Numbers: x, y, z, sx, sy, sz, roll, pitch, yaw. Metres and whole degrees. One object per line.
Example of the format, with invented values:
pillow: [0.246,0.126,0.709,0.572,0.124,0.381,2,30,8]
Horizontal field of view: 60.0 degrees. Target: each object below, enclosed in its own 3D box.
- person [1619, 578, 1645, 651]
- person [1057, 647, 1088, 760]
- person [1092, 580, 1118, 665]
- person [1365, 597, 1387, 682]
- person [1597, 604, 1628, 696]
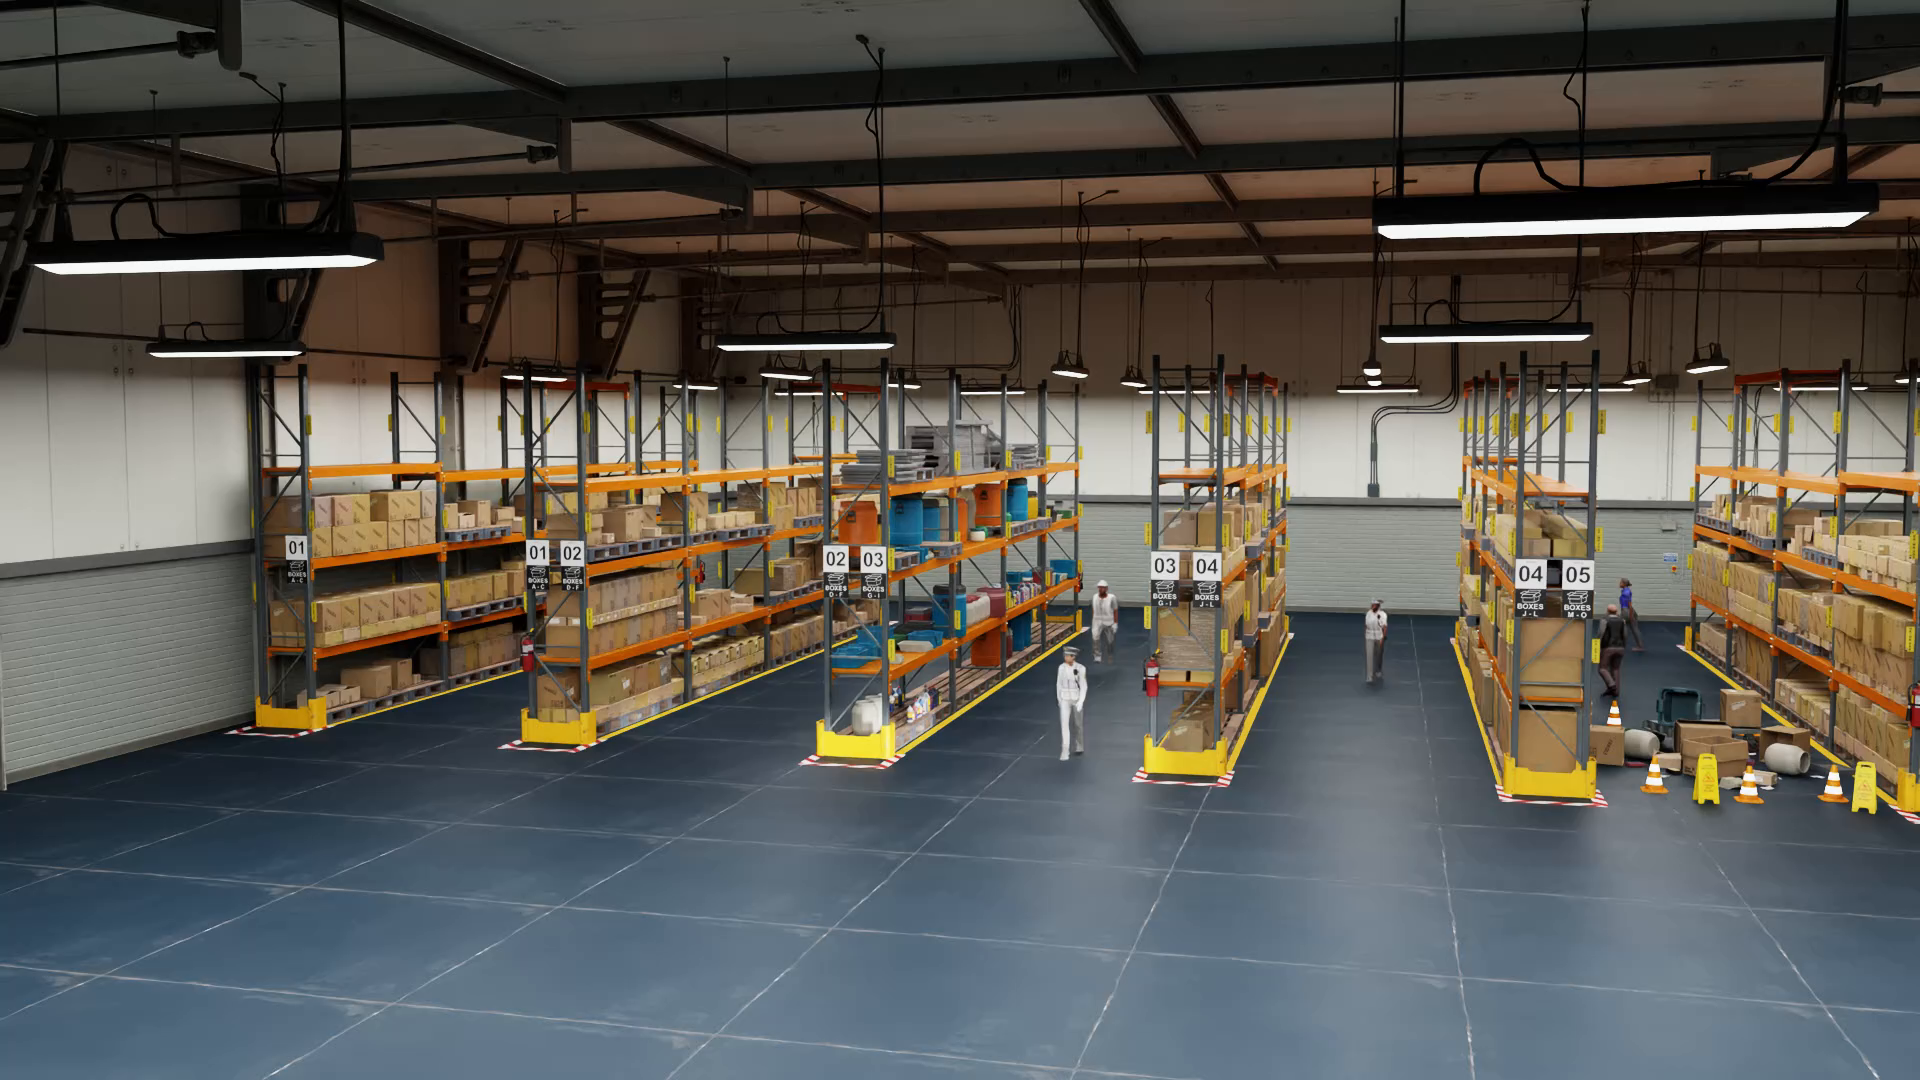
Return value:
person: [14.749,1.637,36.867,0.427,1.602,0.915,-4,5,-44]
person: [1.680,2.434,25.139,0.512,1.658,0.836,1,4,17]
person: [2.905,1.662,33.273,0.544,1.742,1.001,1,4,11]
person: [8.110,1.924,32.412,0.419,1.627,1.028,1,4,16]
person: [12.091,2.047,30.740,0.598,1.690,0.614,-1,4,-7]
